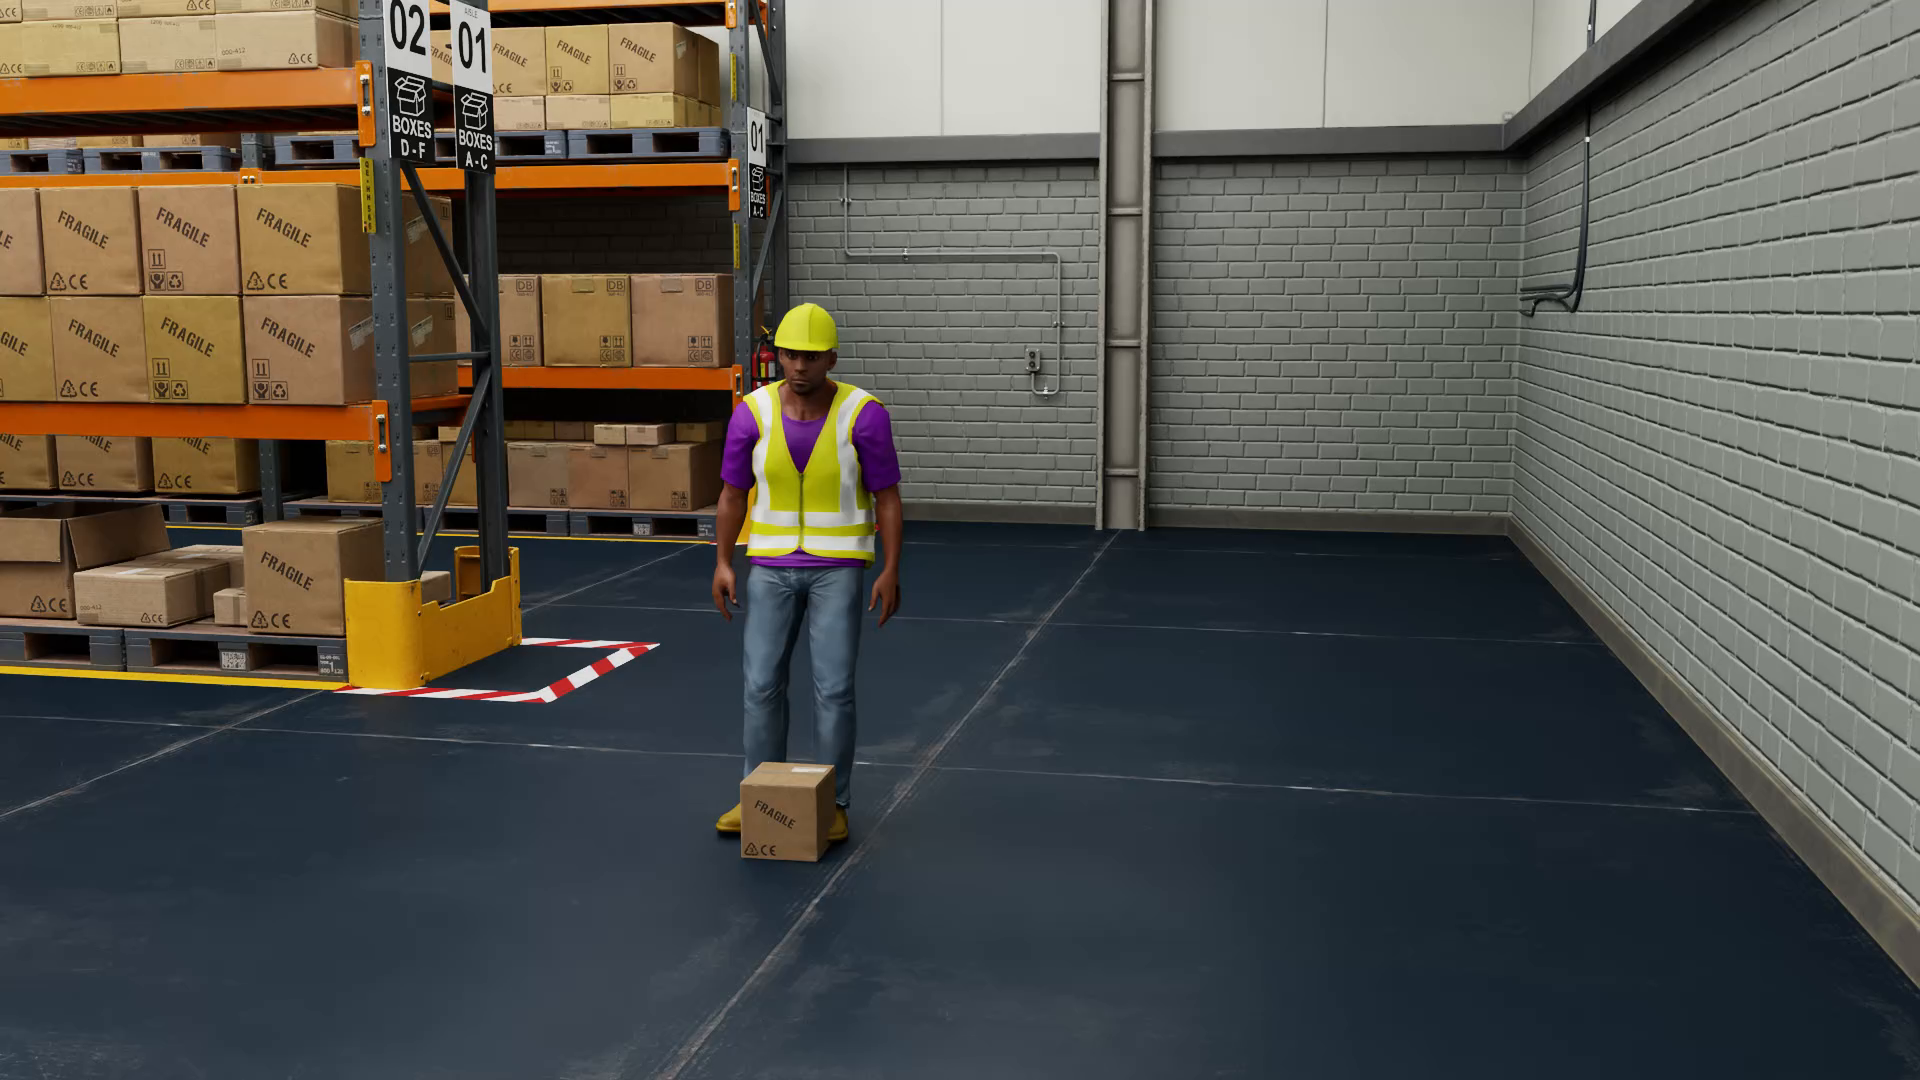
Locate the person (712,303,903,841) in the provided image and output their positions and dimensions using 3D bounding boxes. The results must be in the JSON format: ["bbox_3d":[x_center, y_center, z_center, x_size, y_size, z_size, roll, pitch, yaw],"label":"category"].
[{"bbox_3d":[-0.508,0.102,5.513,0.634,1.759,0.460,1,8,8],"label":"person"}]
